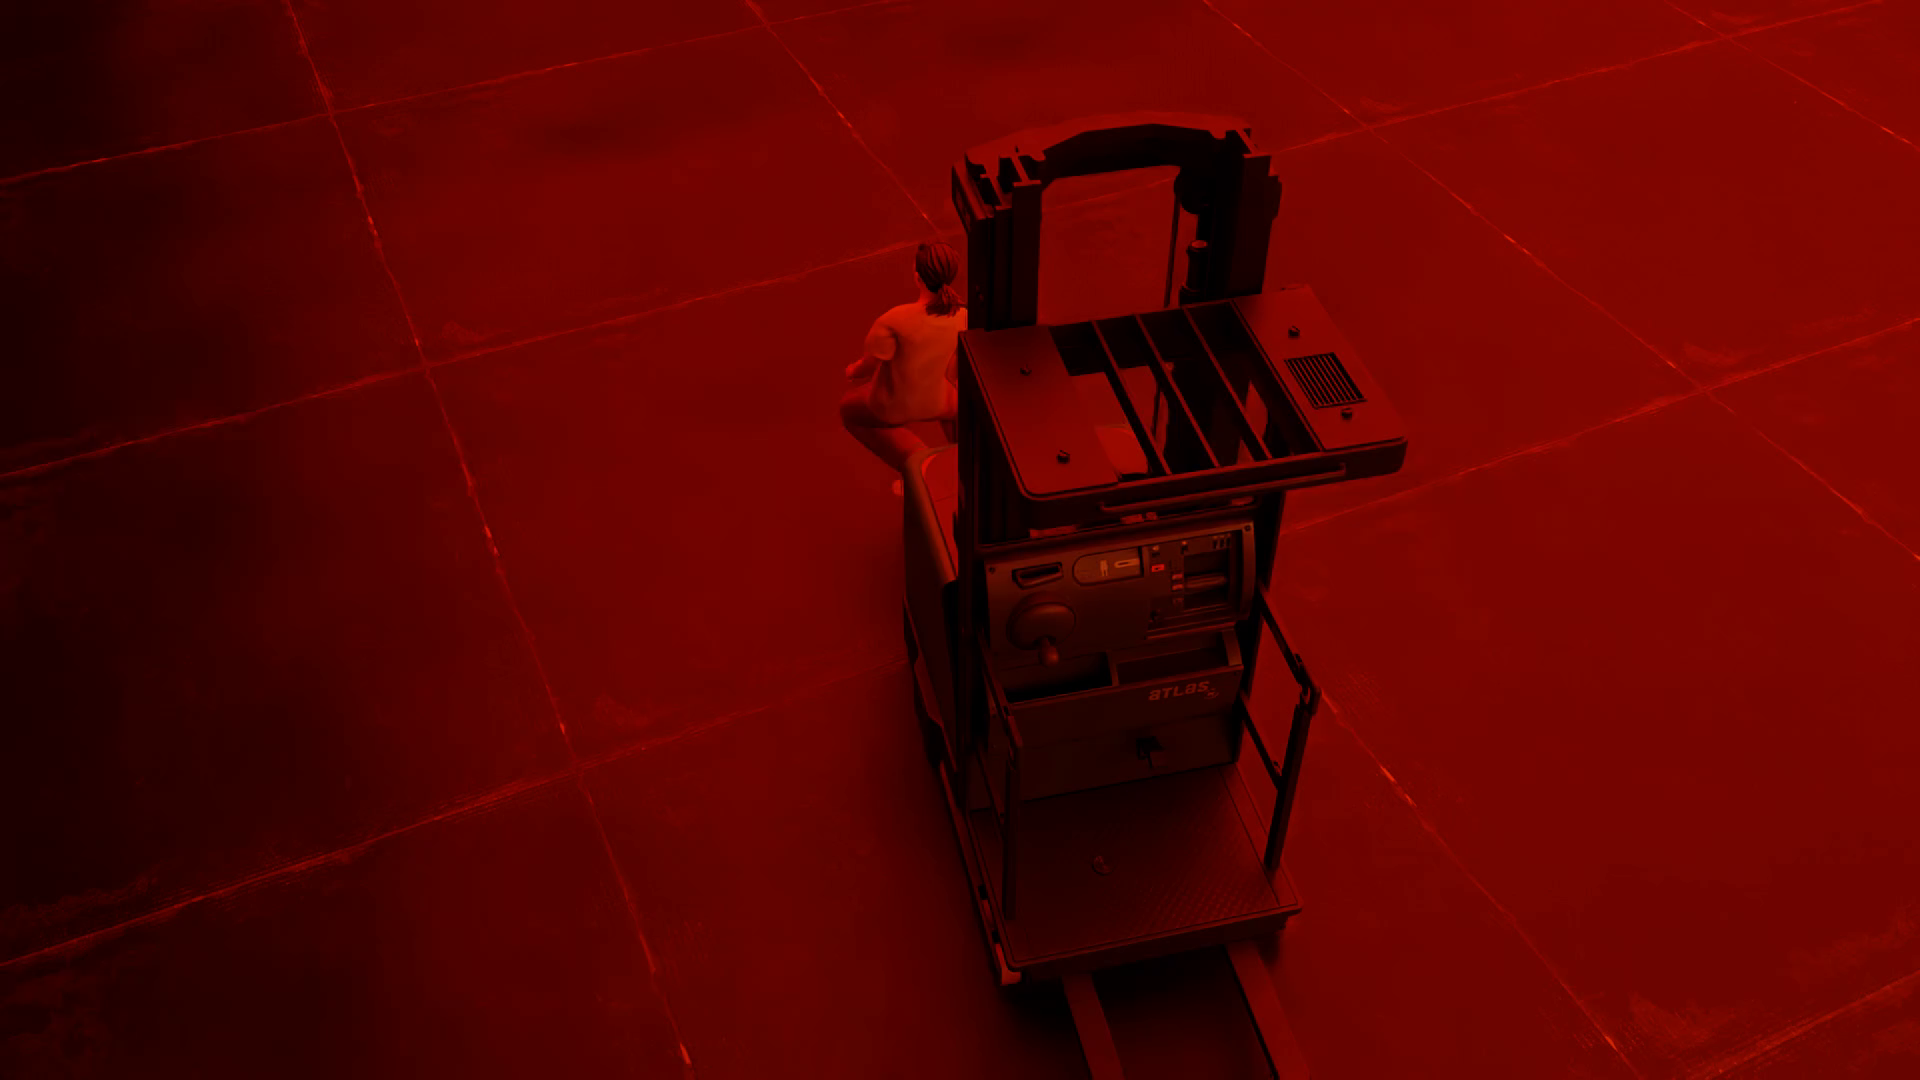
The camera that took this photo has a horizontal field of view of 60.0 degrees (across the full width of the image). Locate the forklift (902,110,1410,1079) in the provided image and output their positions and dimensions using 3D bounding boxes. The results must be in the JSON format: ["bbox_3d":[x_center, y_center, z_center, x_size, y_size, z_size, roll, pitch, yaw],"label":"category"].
[{"bbox_3d":[0.590,0.263,5.399,1.130,2.935,3.031,-9,44,-10],"label":"forklift"}]

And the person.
[{"bbox_3d":[-0.176,-0.749,7.502,0.709,1.534,0.645,-16,45,-16],"label":"person"}]
